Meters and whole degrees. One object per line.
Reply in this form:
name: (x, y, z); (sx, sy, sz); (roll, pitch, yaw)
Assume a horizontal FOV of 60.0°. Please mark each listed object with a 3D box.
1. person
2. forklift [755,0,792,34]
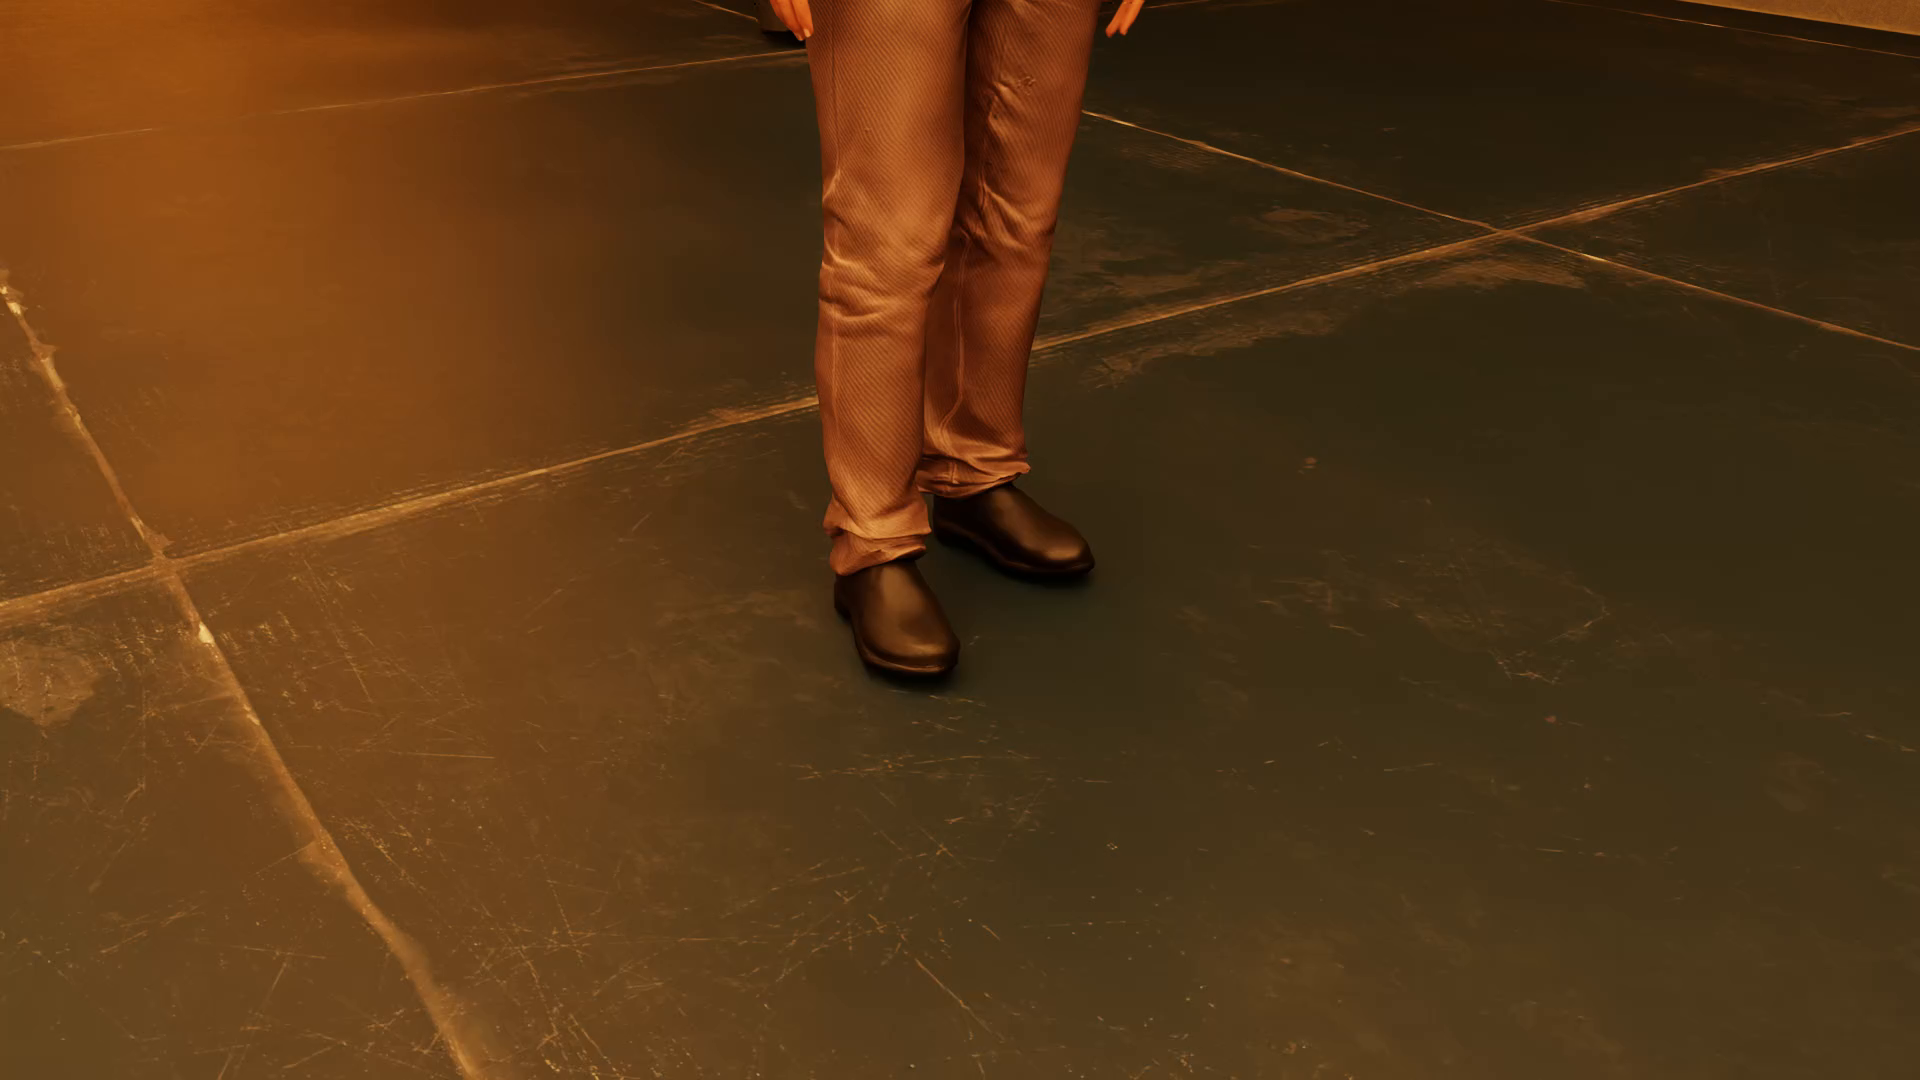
person: (0.028, -0.751, 2.061); (0.632, 1.720, 0.568); (-17, 31, -31)
forklift: (-0.266, -3.760, 6.727); (1.130, 2.935, 3.031); (-1, 27, -2)
